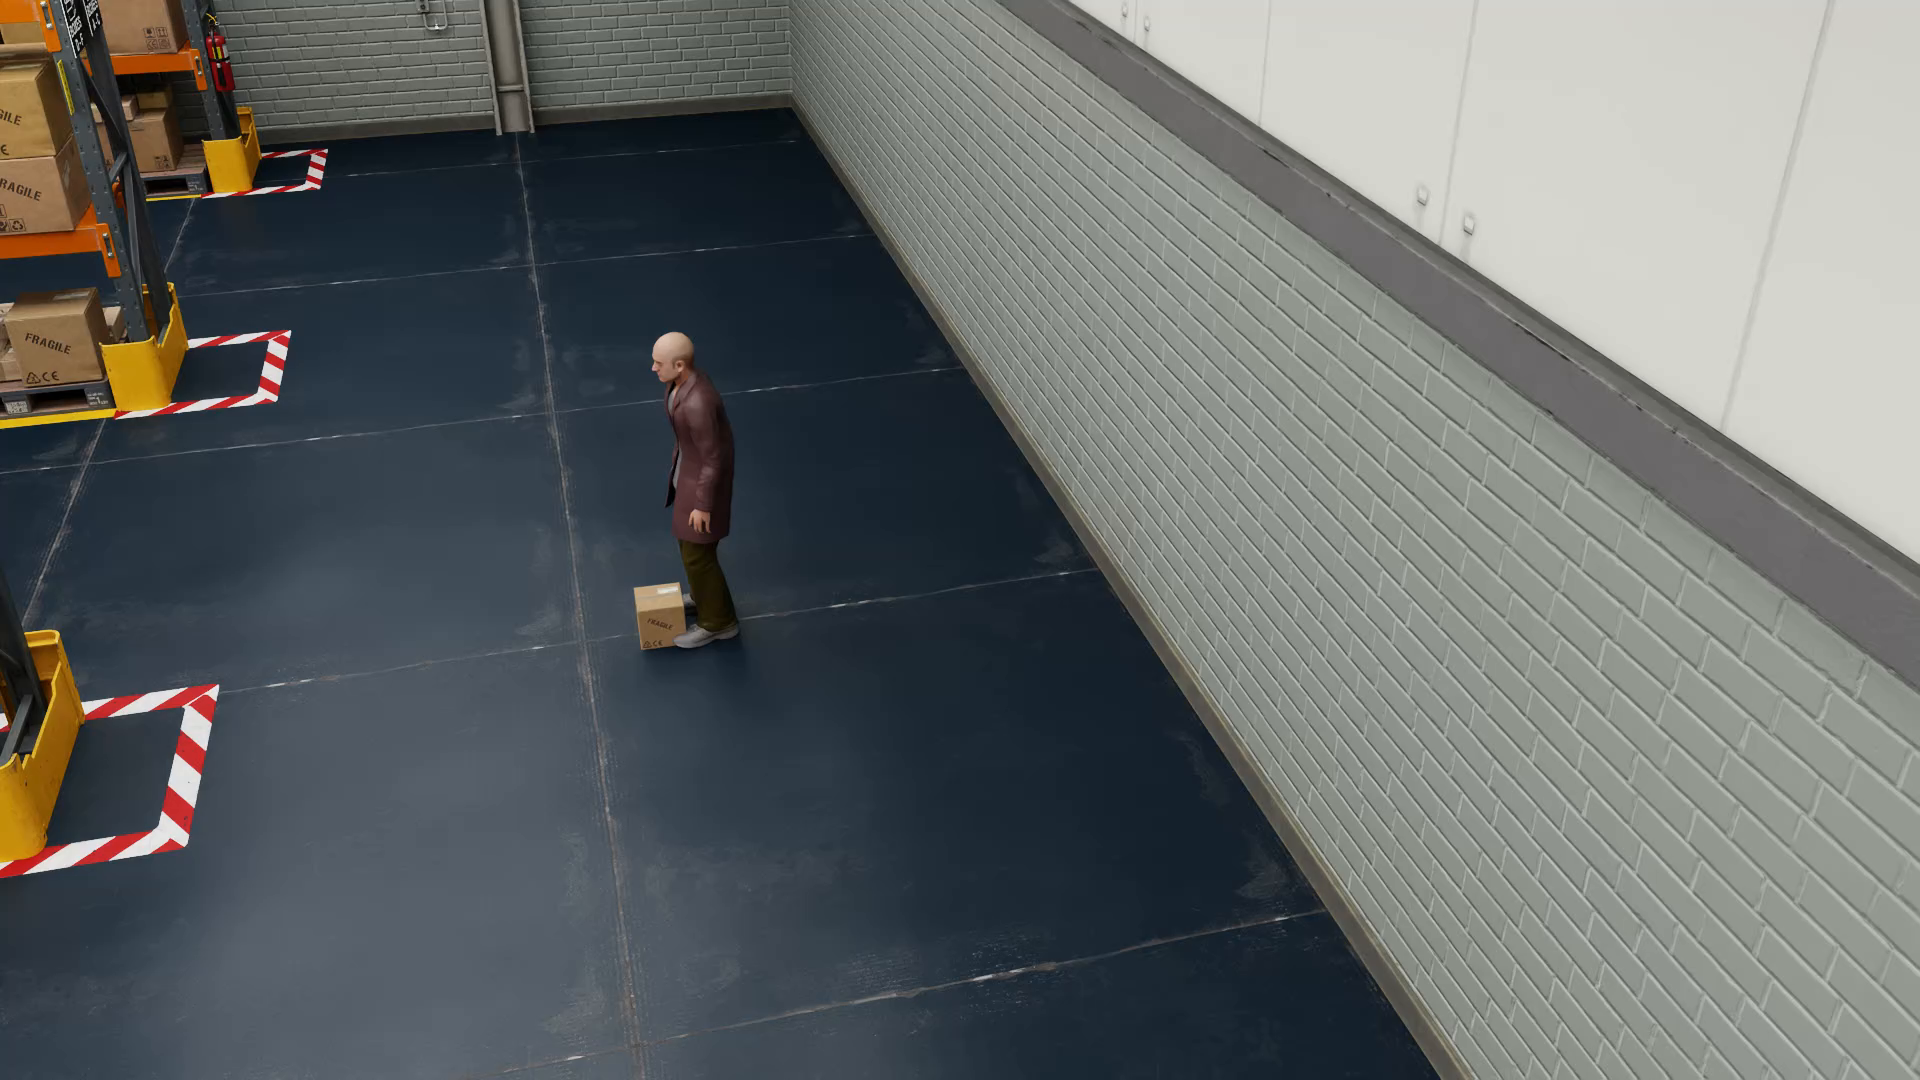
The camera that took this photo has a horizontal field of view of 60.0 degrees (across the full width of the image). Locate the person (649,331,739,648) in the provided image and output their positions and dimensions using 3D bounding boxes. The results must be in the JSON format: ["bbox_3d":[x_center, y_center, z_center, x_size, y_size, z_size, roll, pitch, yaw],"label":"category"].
[{"bbox_3d":[-1.400,-0.283,8.753,0.419,1.774,0.648,-8,31,-14],"label":"person"}]
